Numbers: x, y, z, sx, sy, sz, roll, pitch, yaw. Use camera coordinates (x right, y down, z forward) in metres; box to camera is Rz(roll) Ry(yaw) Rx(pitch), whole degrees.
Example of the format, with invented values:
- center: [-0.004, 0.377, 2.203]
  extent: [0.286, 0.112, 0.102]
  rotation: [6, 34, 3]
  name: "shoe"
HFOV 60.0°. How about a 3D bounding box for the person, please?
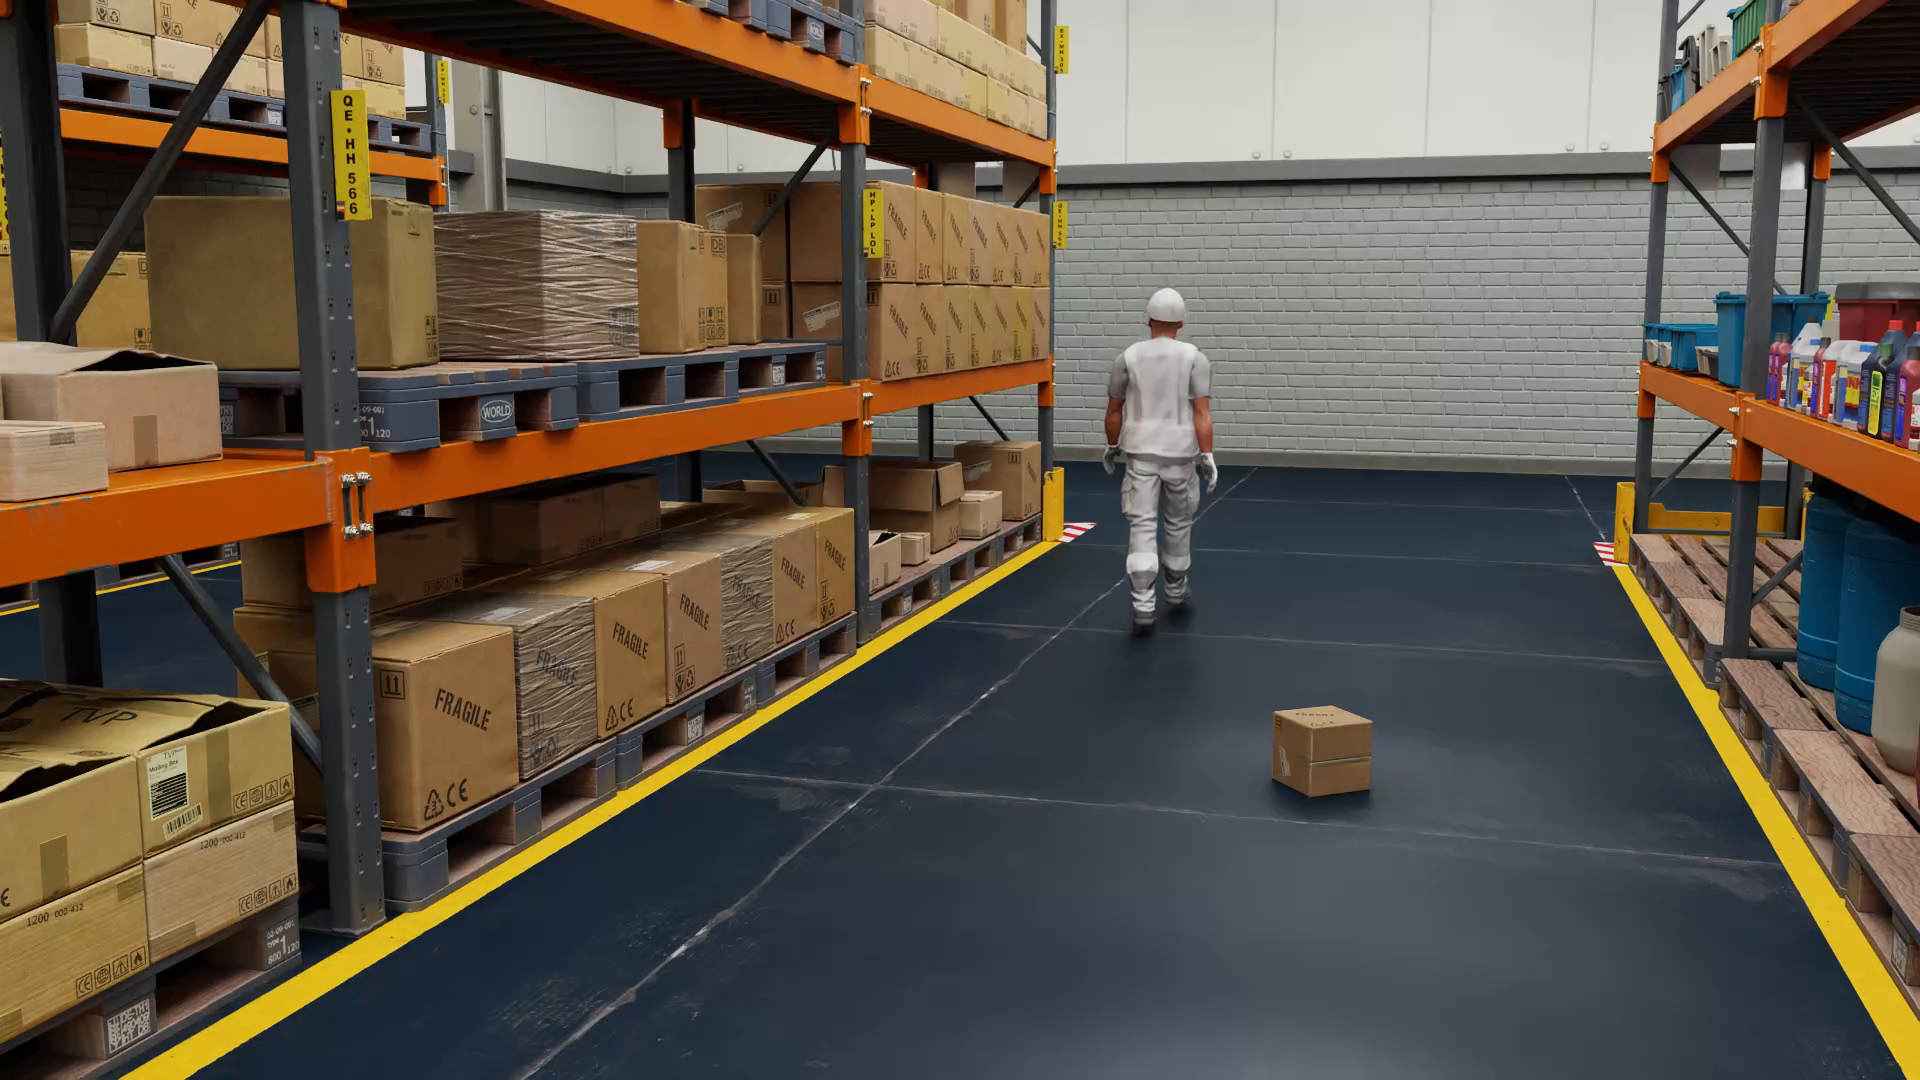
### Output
- center: [1.061, -0.468, 8.859]
  extent: [0.607, 1.729, 1.020]
  rotation: [1, 8, 7]
  name: "person"
